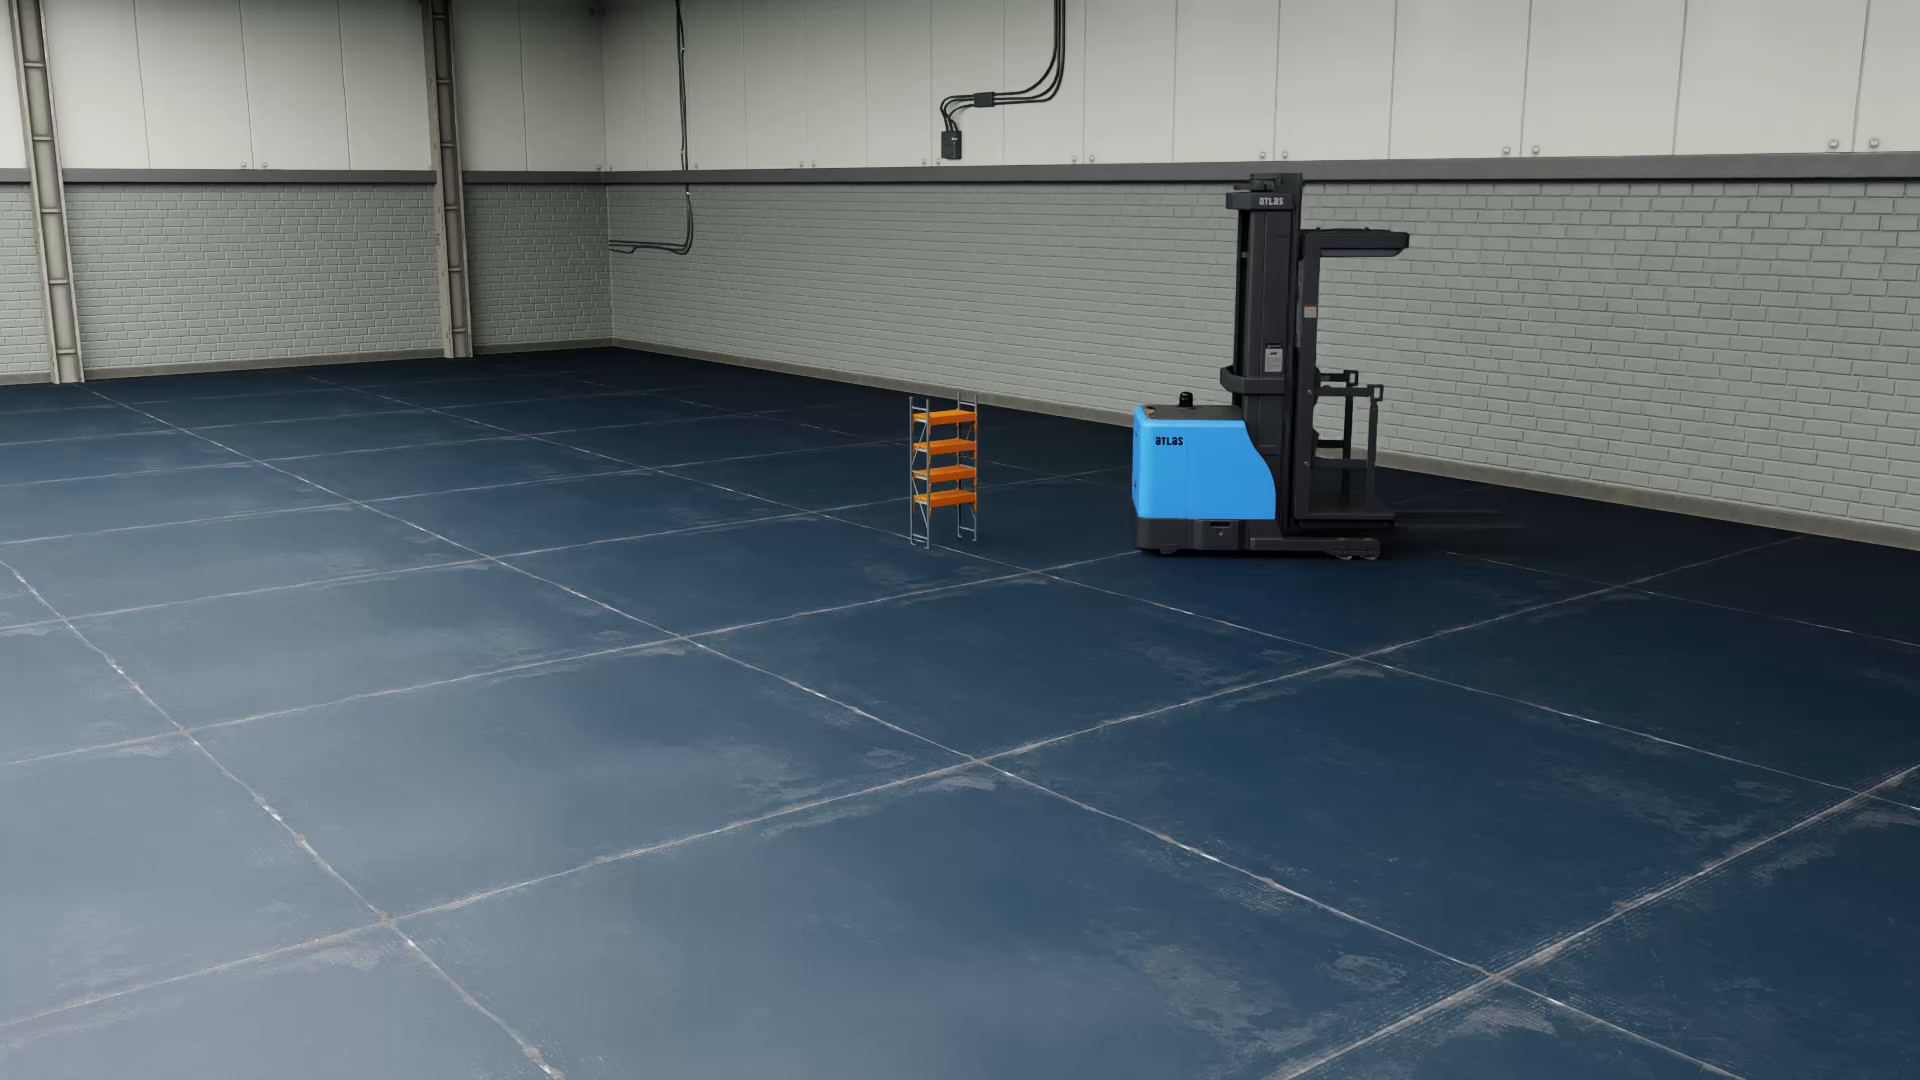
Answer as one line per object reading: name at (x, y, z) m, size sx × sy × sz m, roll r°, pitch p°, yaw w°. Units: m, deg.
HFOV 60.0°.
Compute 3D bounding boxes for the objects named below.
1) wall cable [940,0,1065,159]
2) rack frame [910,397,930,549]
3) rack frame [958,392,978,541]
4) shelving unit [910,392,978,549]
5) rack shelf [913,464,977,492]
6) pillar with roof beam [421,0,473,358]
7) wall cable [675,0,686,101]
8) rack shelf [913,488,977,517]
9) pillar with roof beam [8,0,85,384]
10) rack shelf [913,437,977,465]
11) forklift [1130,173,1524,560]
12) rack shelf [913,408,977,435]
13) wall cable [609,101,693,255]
wall cable at (0.498, -7.814, 20.578) m, size 0.169 × 6.003 × 2.305 m, roll -9°, pitch 15°, yaw -38°
rack frame at (-0.320, -0.534, 13.254) m, size 0.015 × 1.200 × 0.240 m, roll -9°, pitch 15°, yaw -38°
rack frame at (0.061, -0.597, 13.552) m, size 0.015 × 1.200 × 0.240 m, roll -9°, pitch 15°, yaw -38°
shelving unit at (-0.129, -0.565, 13.403) m, size 0.503 × 1.200 × 0.258 m, roll -9°, pitch 15°, yaw -38°
rack shelf at (-0.129, -0.500, 13.417) m, size 0.480 × 0.148 × 0.258 m, roll -9°, pitch 15°, yaw -38°
pillar with roof beam at (-5.857, -6.827, 24.114) m, size 0.400 × 9.000 × 9.100 m, roll -9°, pitch 15°, yaw -38°
wall cable at (-3.730, -8.206, 25.924) m, size 0.112 × 2.526 × 3.097 m, roll -9°, pitch 15°, yaw -38°
rack shelf at (-0.129, -0.305, 13.458) m, size 0.480 × 0.148 × 0.258 m, roll -9°, pitch 15°, yaw -38°
pillar with roof beam at (-10.542, -6.048, 20.447) m, size 0.400 × 9.000 × 9.100 m, roll -9°, pitch 15°, yaw -38°
rack shelf at (-0.129, -0.718, 13.371) m, size 0.480 × 0.148 × 0.258 m, roll -9°, pitch 15°, yaw -38°
forklift at (2.915, -1.391, 13.124) m, size 3.031 × 2.935 × 1.130 m, roll 1°, pitch 12°, yaw 2°
rack shelf at (-0.129, -0.950, 13.321) m, size 0.480 × 0.148 × 0.258 m, roll -9°, pitch 15°, yaw -38°
wall cable at (-5.420, -6.174, 28.515) m, size 0.112 × 2.526 × 3.097 m, roll -9°, pitch 15°, yaw -38°
